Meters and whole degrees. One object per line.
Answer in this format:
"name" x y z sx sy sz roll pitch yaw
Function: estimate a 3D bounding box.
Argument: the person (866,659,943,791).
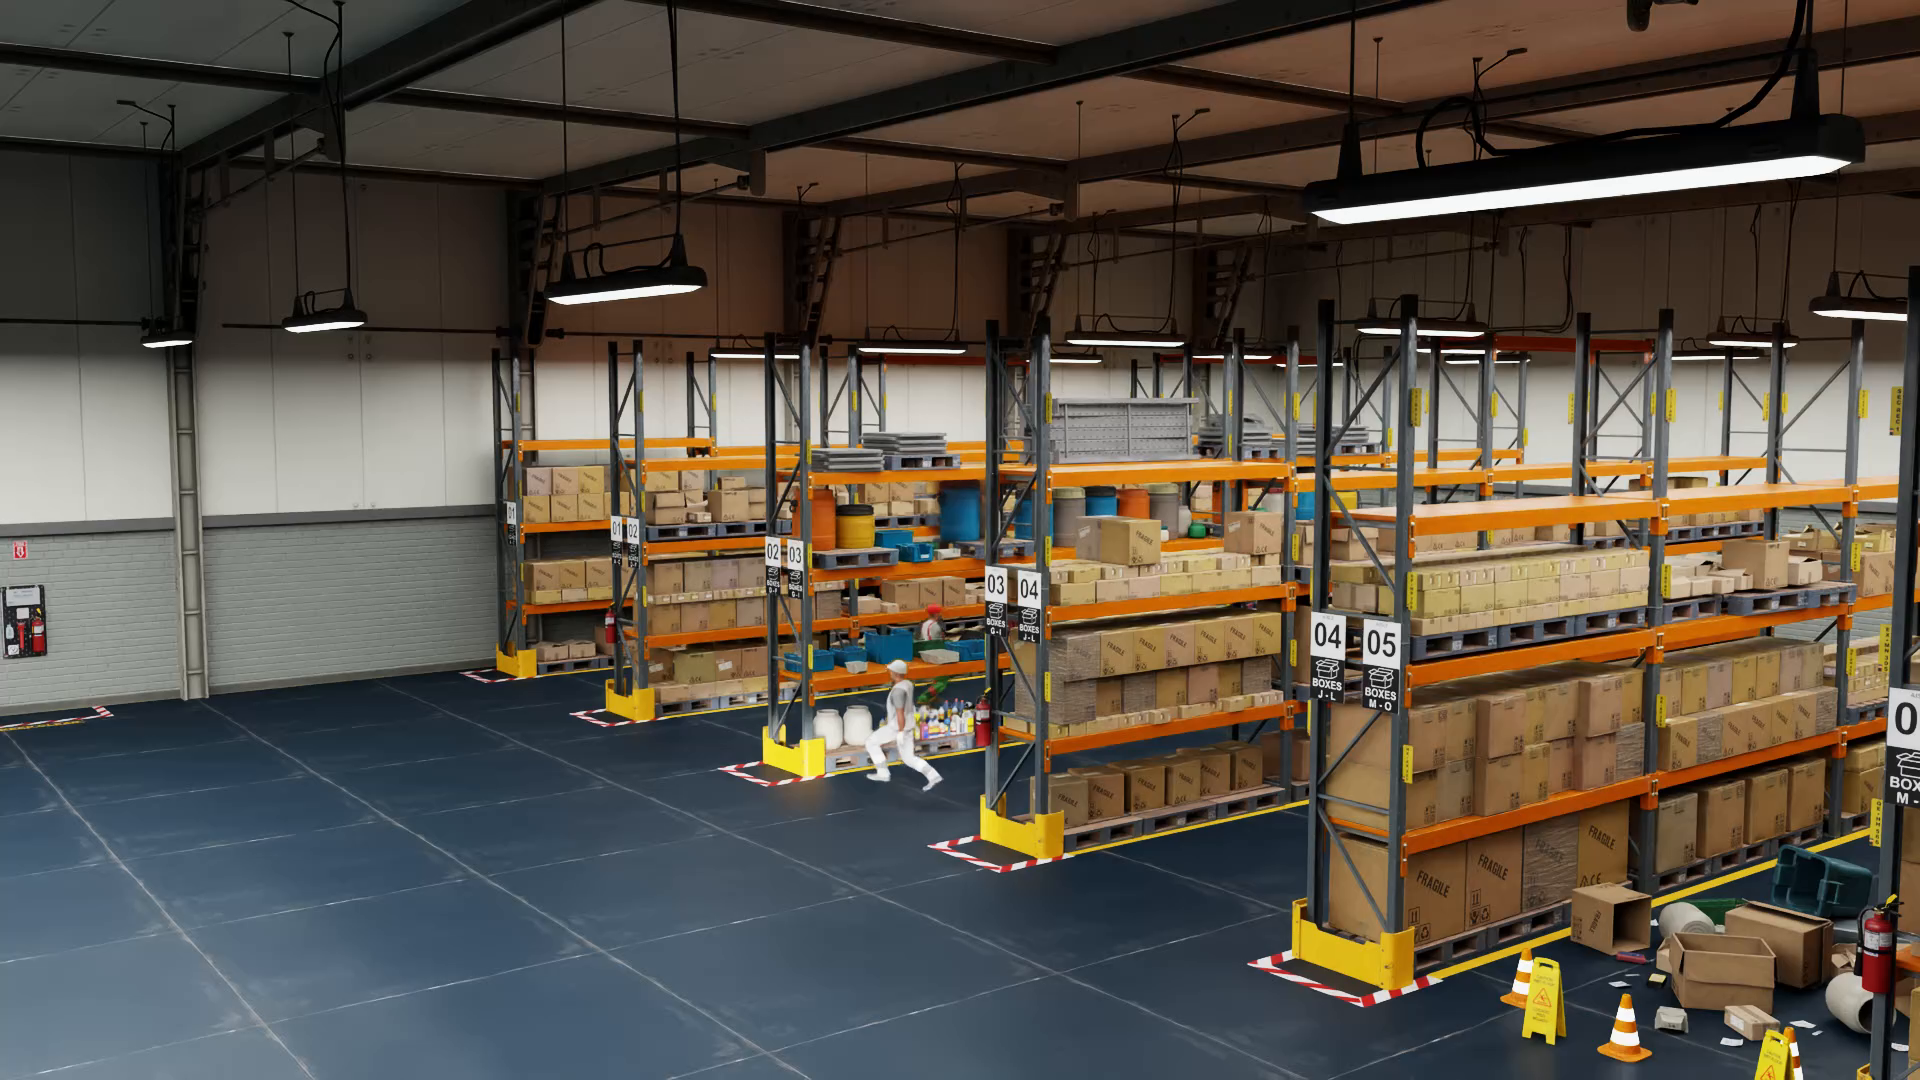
"person" -0.687 2.322 20.893 0.970 1.654 0.584 2 5 18

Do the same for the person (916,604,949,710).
"person" -0.433 1.819 26.248 0.663 1.623 0.586 -2 5 -24
